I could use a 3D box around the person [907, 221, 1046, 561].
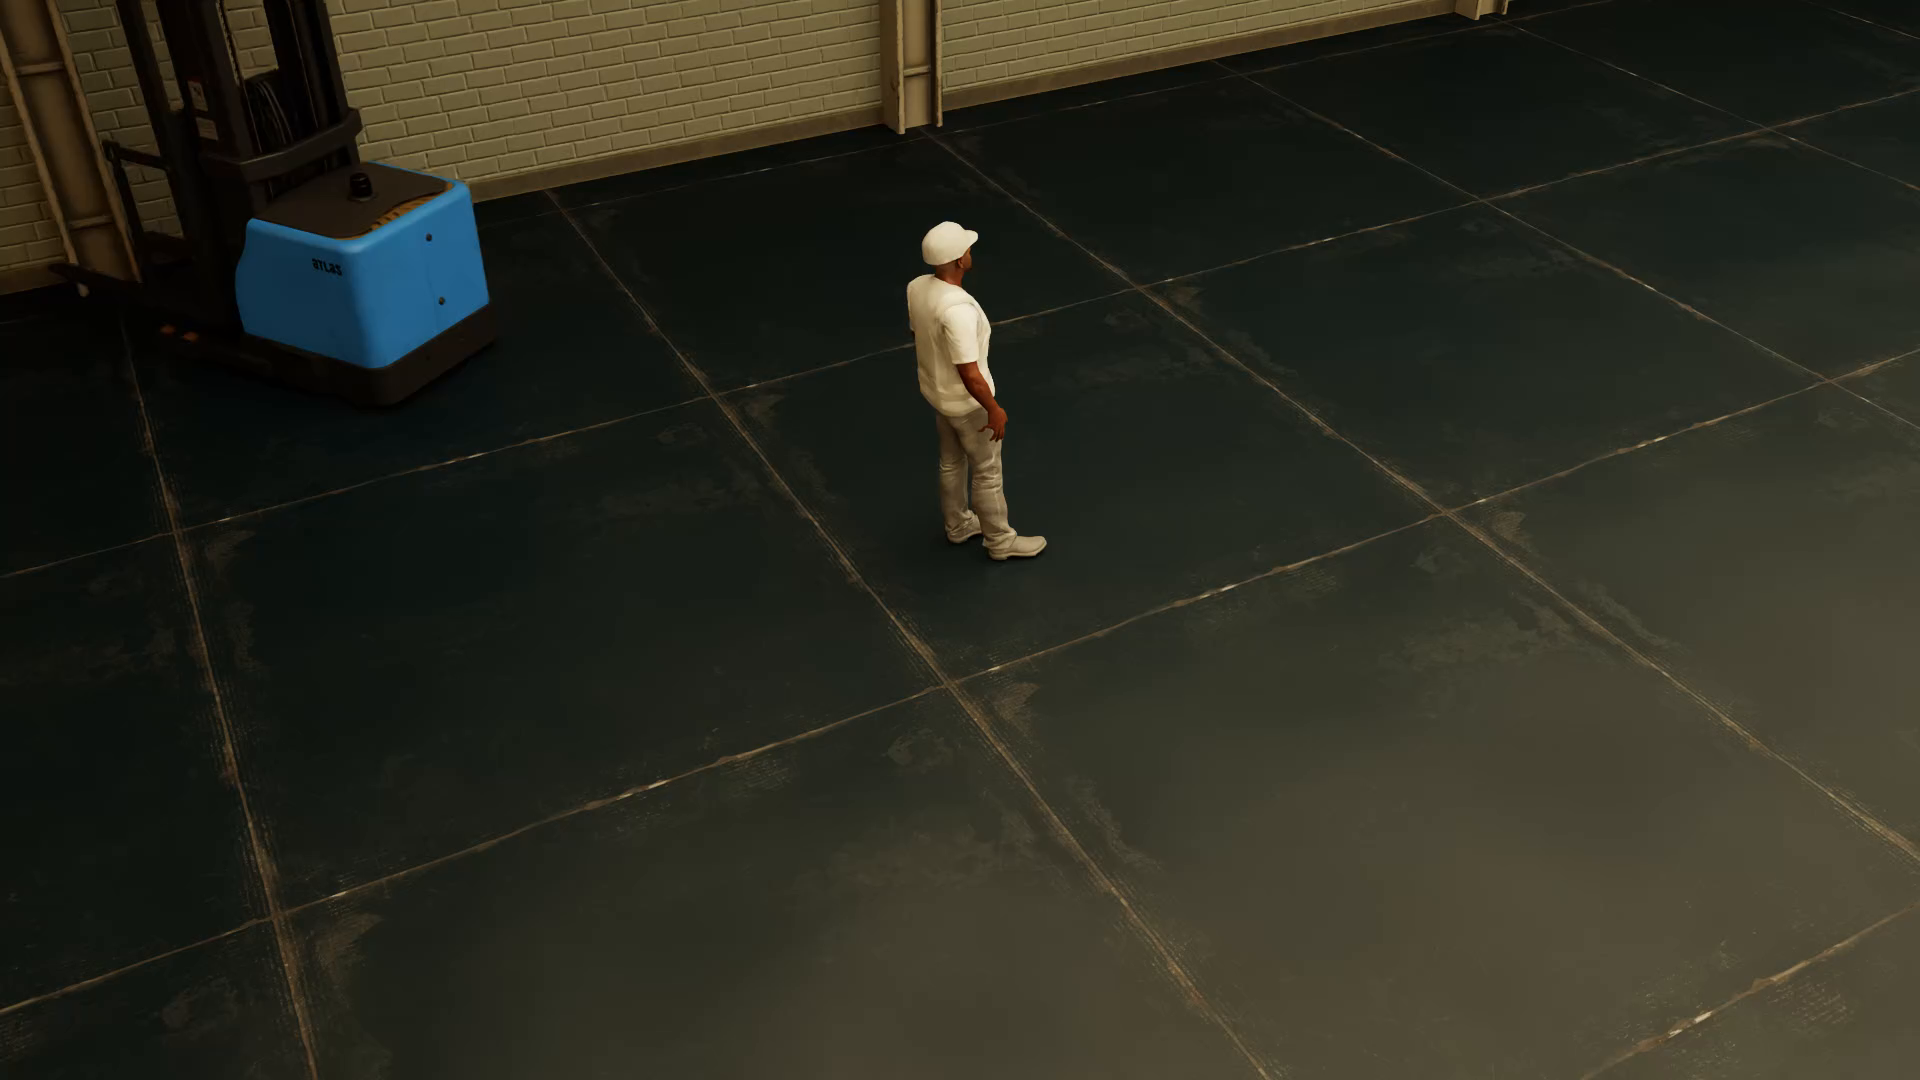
[{"bbox_3d":[0.064,-0.743,8.170,0.577,1.765,0.665,-17,39,-23],"label":"person"}]

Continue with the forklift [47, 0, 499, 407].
[{"bbox_3d":[-4.418,-2.558,9.742,3.031,2.935,1.130,16,38,22],"label":"forklift"}]
